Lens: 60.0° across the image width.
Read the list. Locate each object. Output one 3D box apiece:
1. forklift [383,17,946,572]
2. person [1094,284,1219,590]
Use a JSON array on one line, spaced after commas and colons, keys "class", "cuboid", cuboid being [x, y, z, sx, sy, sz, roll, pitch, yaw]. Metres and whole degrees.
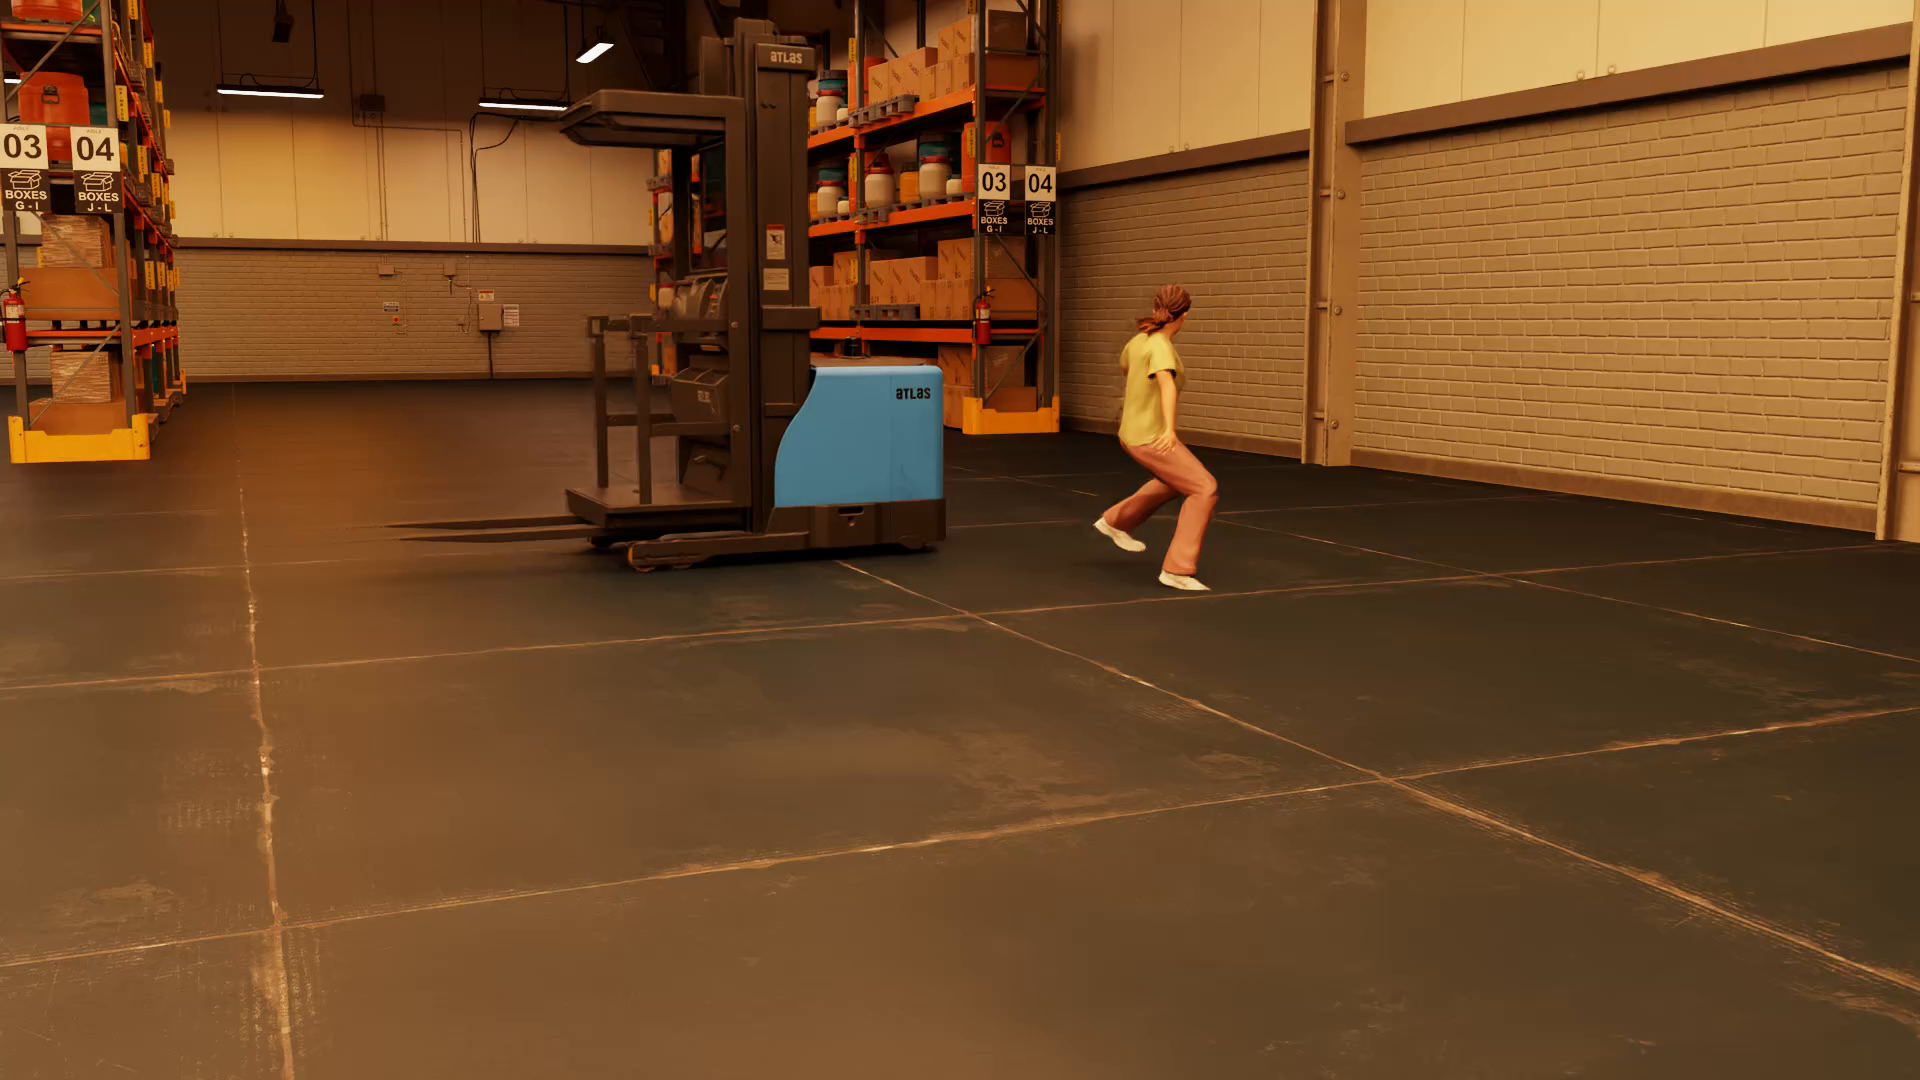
[{"class": "forklift", "cuboid": [-1.642, -1.361, 9.262, 3.031, 2.935, 1.130, -3, 8, -25]}, {"class": "person", "cuboid": [1.025, -0.520, 8.509, 0.507, 1.566, 1.071, -1, 8, -5]}]
